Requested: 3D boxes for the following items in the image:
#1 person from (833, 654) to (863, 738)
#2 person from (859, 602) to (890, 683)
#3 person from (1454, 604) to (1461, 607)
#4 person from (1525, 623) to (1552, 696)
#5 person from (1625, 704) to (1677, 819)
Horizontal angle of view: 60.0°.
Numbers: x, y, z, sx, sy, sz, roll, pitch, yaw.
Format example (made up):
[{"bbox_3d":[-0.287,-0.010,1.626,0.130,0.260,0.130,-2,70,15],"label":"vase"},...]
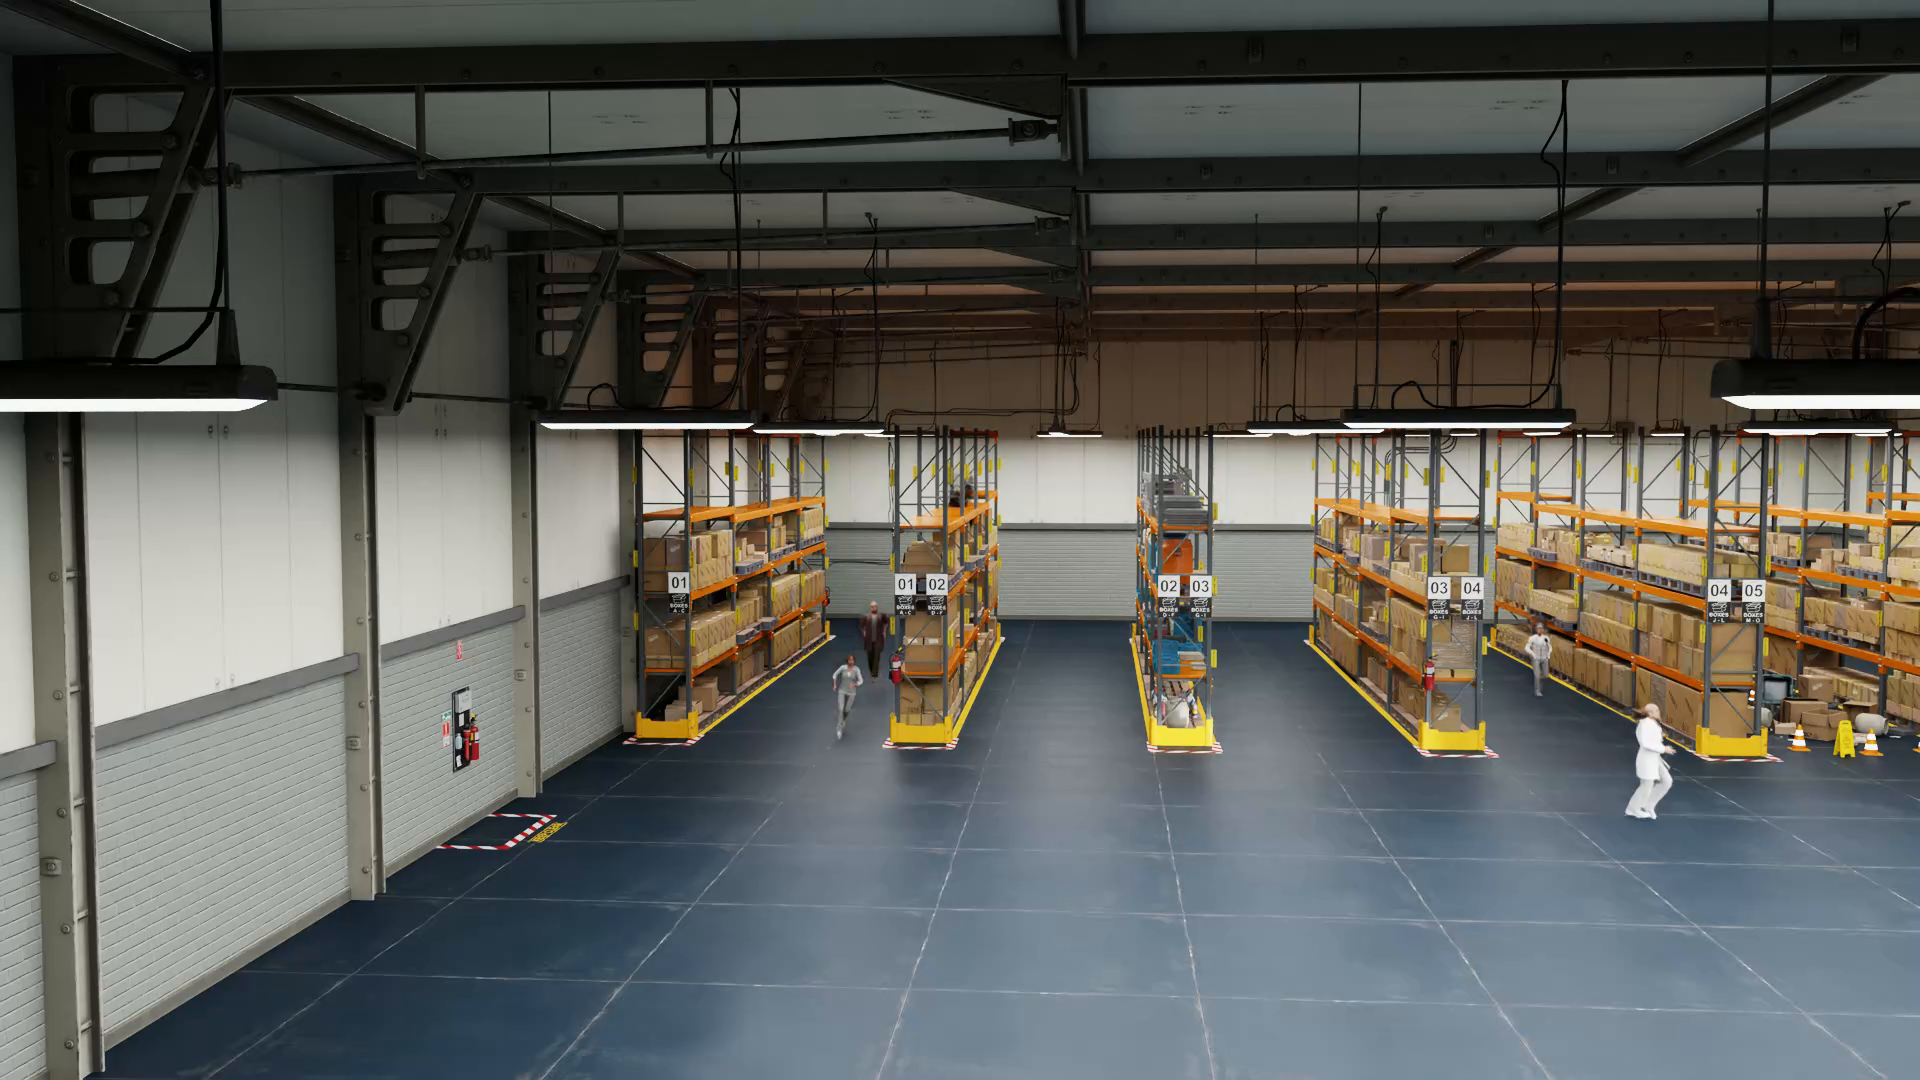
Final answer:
[{"bbox_3d":[-2.178,3.003,32.327,0.582,1.593,0.817,0,3,-5],"label":"person"},{"bbox_3d":[-1.943,2.300,37.656,0.708,1.793,0.858,0,3,-1],"label":"person"},{"bbox_3d":[13.521,2.170,44.731,0.671,1.859,0.764,1,3,10],"label":"person"},{"bbox_3d":[12.947,2.663,37.158,0.612,1.648,0.571,0,3,4],"label":"person"},{"bbox_3d":[10.402,3.345,25.003,0.739,1.782,0.702,3,4,36],"label":"person"}]
